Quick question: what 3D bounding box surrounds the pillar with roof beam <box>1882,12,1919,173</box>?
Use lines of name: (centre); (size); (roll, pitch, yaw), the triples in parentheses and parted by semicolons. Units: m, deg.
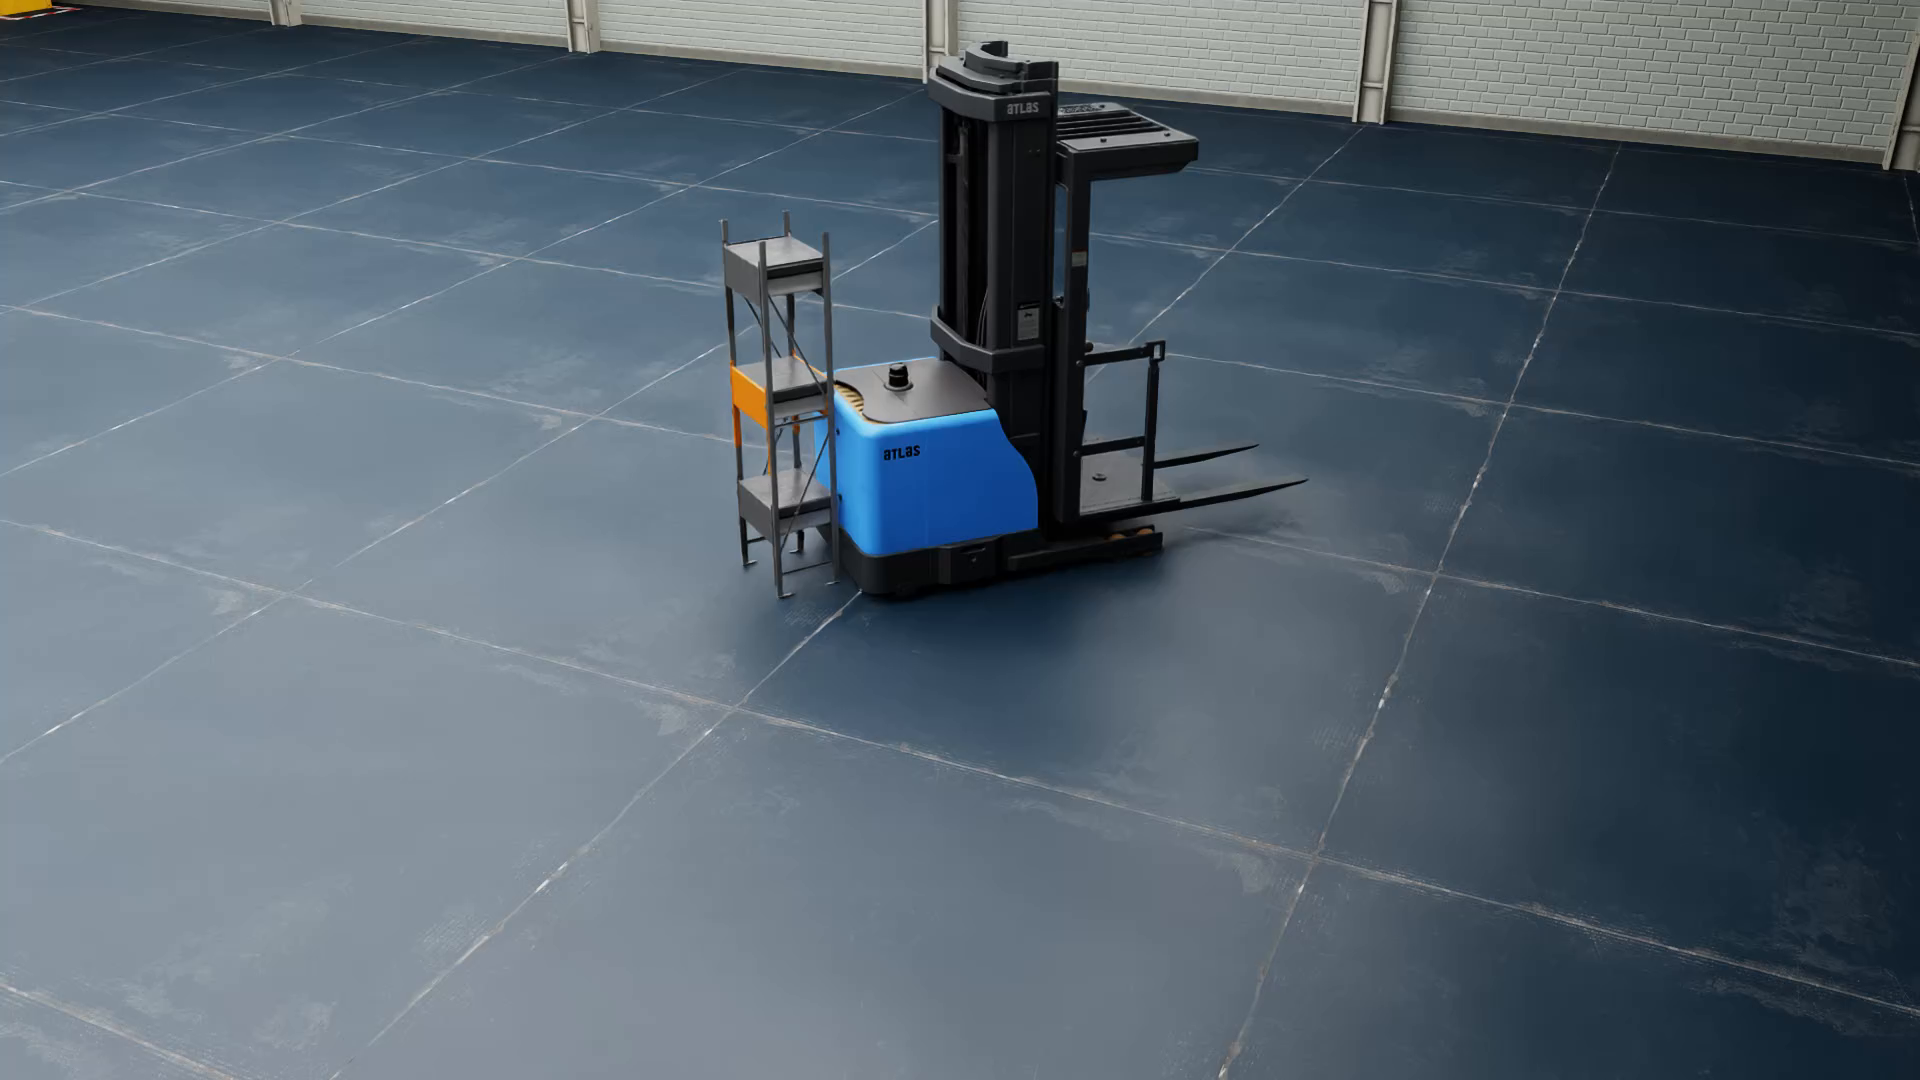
pillar with roof beam: (8.865, -6.509, 13.282); (0.400, 9.000, 9.100); (11, 28, 22)

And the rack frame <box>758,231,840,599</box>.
rack frame: (-0.875, -0.649, 9.189); (0.400, 2.100, 0.015); (-14, 30, -27)

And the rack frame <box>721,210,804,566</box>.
rack frame: (-1.123, -0.835, 9.566); (0.400, 2.100, 0.015); (-14, 30, -27)

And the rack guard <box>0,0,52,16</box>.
rack guard: (-16.379, -9.418, 28.813); (0.348, 0.500, 1.175); (11, 28, 22)

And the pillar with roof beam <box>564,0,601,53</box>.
pillar with roof beam: (-7.520, -9.800, 19.967); (0.400, 9.000, 9.100); (11, 28, 22)

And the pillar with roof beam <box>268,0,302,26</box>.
pillar with roof beam: (-12.982, -10.897, 22.195); (0.400, 9.000, 9.100); (11, 28, 22)

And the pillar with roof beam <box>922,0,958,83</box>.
pillar with roof beam: (-2.058, -8.703, 17.739); (0.400, 9.000, 9.100); (11, 28, 22)

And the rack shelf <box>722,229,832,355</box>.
rack shelf: (-0.997, -1.358, 9.076); (0.431, 0.518, 0.480); (-14, 30, -27)

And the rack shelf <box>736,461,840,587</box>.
rack shelf: (-1.001, -0.101, 9.692); (0.431, 0.518, 0.480); (-14, 30, -27)

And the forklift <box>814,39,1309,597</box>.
forklift: (0.684, -1.390, 9.756); (3.031, 2.935, 1.130); (-10, 28, -19)

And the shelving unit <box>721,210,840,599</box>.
shelving unit: (-0.999, -0.742, 9.378); (0.431, 2.100, 0.503); (-14, 30, -27)

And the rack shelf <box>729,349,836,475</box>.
rack shelf: (-0.999, -0.729, 9.384); (0.431, 0.518, 0.480); (-14, 30, -27)

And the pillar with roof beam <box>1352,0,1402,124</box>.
pillar with roof beam: (3.404, -7.606, 15.510); (0.400, 9.000, 9.100); (11, 28, 22)
